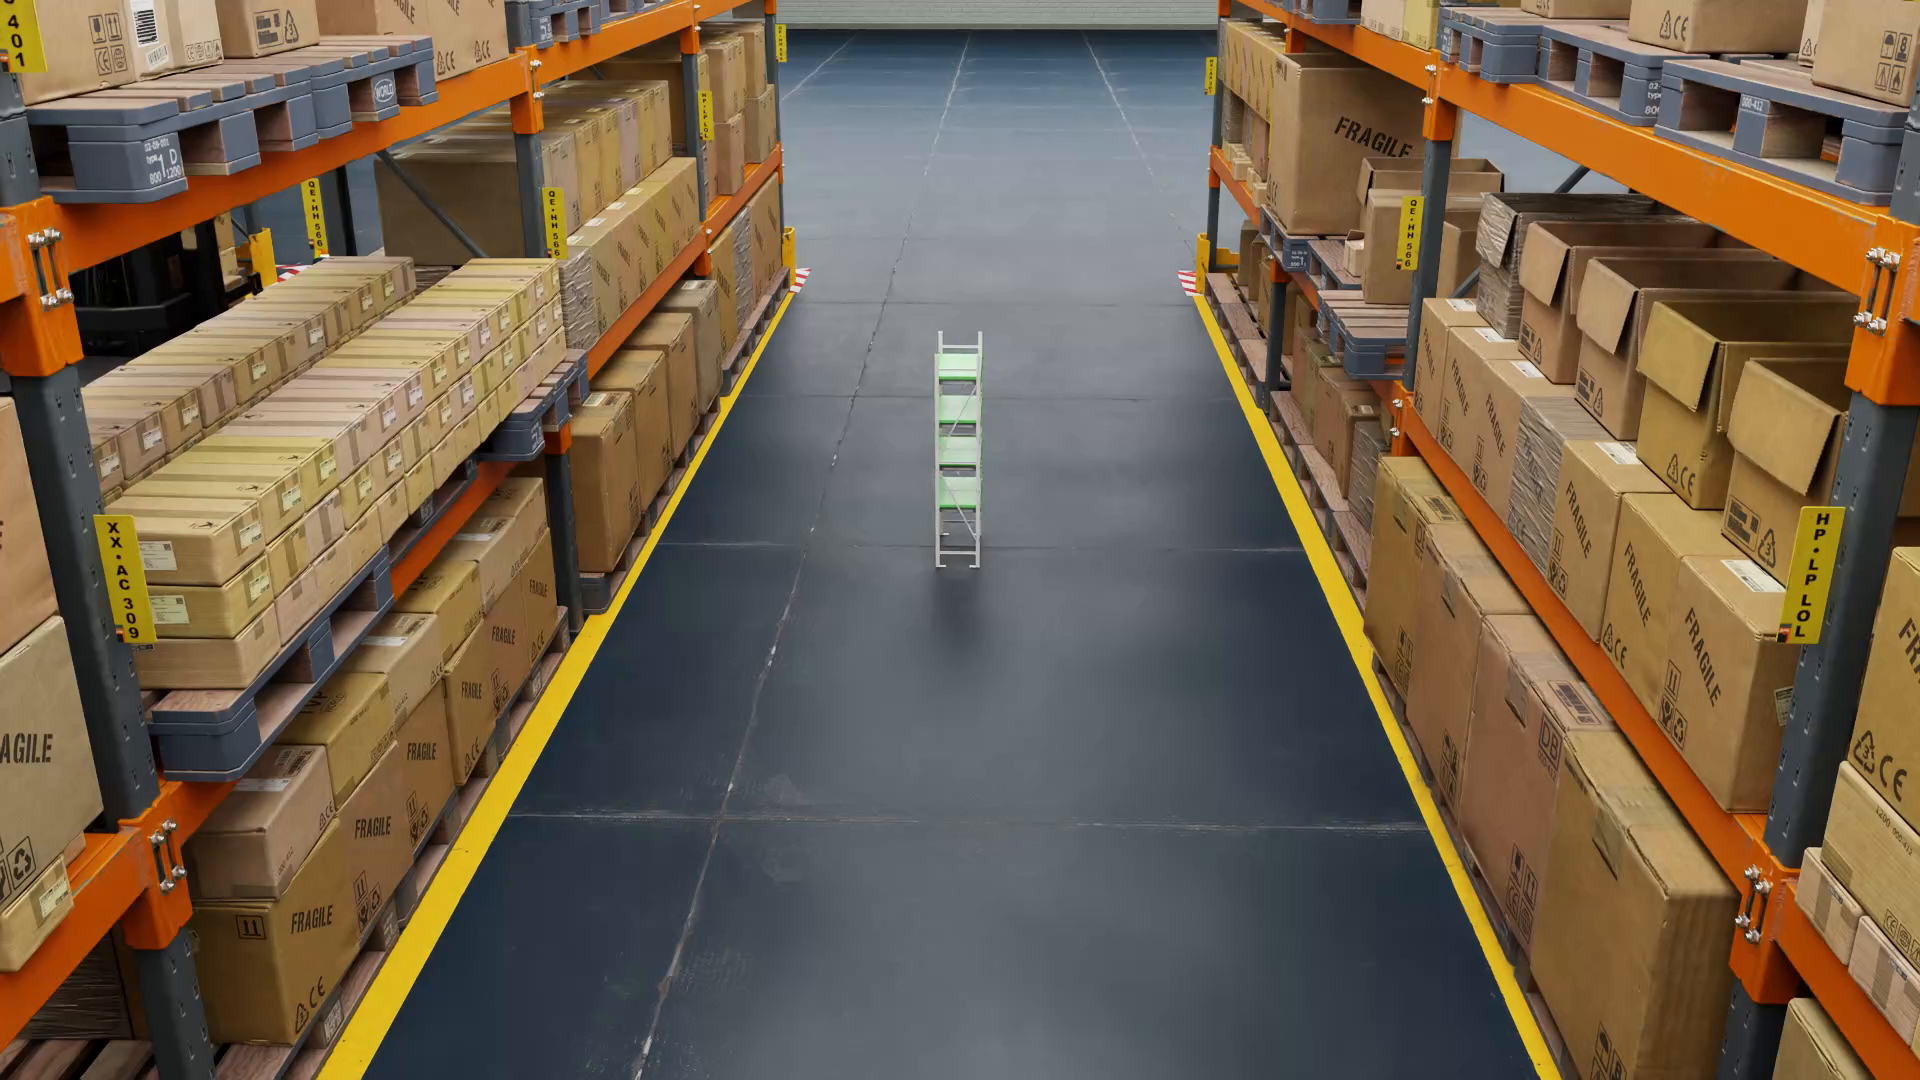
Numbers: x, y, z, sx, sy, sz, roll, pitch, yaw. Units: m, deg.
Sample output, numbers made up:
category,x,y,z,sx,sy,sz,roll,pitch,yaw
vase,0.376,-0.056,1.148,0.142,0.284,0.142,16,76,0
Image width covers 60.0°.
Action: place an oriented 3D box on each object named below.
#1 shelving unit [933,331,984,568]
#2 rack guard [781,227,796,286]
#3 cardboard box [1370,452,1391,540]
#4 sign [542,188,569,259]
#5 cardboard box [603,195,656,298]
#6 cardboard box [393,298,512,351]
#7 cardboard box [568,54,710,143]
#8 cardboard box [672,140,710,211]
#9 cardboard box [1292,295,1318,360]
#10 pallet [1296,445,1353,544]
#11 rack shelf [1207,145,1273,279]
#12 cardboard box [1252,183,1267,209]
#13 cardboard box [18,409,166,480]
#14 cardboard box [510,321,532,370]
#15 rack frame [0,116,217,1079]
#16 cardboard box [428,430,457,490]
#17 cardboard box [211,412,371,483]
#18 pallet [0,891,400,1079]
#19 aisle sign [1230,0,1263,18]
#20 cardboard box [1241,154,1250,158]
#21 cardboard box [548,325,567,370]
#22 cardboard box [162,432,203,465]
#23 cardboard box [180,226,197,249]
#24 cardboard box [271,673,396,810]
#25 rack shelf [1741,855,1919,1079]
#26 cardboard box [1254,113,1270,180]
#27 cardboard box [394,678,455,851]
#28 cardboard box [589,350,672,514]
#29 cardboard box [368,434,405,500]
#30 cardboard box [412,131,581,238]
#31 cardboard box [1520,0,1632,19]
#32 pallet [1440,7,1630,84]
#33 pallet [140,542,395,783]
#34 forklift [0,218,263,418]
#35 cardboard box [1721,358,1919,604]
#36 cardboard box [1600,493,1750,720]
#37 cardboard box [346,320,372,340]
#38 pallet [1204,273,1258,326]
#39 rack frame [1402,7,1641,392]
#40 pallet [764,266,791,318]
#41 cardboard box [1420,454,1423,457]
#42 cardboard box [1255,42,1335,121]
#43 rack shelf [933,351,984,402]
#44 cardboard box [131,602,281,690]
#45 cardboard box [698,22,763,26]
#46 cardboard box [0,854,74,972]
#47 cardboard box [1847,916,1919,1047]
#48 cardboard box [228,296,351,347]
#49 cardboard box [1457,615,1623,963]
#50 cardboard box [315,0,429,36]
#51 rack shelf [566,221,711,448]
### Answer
category,x,y,z,sx,sy,sz,roll,pitch,yaw
shelving unit,-0.005,-0.500,9.158,0.258,1.200,0.503,1,21,2
rack guard,-2.159,-2.688,15.765,1.175,0.500,0.348,1,21,2
cardboard box,2.552,-0.143,8.598,0.700,0.500,0.500,0,21,-1
sign,-1.861,-1.452,7.633,0.100,0.325,0.005,1,21,2
cardboard box,-2.074,-1.704,9.636,0.500,0.500,0.500,0,21,1
cardboard box,-1.982,-0.843,6.500,0.380,0.149,0.250,1,21,3
cardboard box,-2.236,-3.104,11.683,0.875,0.550,0.550,1,21,2
cardboard box,-2.282,-2.601,11.880,0.875,0.550,0.550,1,21,2
cardboard box,2.725,-1.482,12.076,0.500,0.500,0.500,0,21,0
pallet,2.616,-0.283,9.967,1.003,0.211,1.213,1,21,2
rack shelf,2.734,-2.695,13.322,1.077,0.370,4.000,1,21,2
cardboard box,2.367,-2.542,12.282,0.380,0.149,0.250,1,21,2
cardboard box,-2.683,-0.294,5.085,0.380,0.149,0.250,1,21,1
cardboard box,-1.975,-0.794,6.784,0.380,0.149,0.250,1,21,3
rack frame,-2.525,0.495,4.108,1.000,3.000,0.127,1,21,2
cardboard box,-2.008,-0.285,5.883,0.380,0.149,0.250,0,21,-1
cardboard box,-2.030,-0.283,5.055,0.380,0.149,0.250,0,21,1
pallet,-2.503,1.513,5.338,1.003,0.211,1.213,1,21,2
aisle sign,2.497,-4.991,14.651,0.394,0.787,0.004,1,21,2
cardboard box,2.516,-3.084,13.677,0.380,0.149,0.250,1,21,2
cardboard box,-1.959,-0.847,7.332,0.380,0.149,0.250,1,21,3
cardboard box,-2.680,-0.247,5.374,0.380,0.149,0.250,0,21,-1
cardboard box,-6.887,-2.644,14.382,0.500,0.500,0.500,1,21,4
cardboard box,-2.225,0.658,5.526,0.500,0.250,0.500,1,21,3
rack shelf,2.369,1.644,2.139,1.077,0.370,4.000,1,21,2
cardboard box,2.713,-3.017,12.607,0.875,0.500,0.500,1,21,2
cardboard box,-2.220,0.819,6.147,0.500,0.500,0.500,1,21,3
cardboard box,-2.272,-0.634,9.546,1.050,0.750,0.750,1,21,2
cardboard box,-2.027,-0.239,5.353,0.380,0.149,0.250,1,21,4
cardboard box,-2.366,-1.810,8.526,0.700,0.500,0.500,0,21,1
cardboard box,2.605,-2.282,6.393,0.797,0.503,0.637,2,21,5
pallet,2.585,-1.938,6.490,1.213,0.211,1.003,2,21,4
pallet,-2.356,0.309,4.851,1.003,0.211,1.213,1,21,2
forklift,-4.675,-1.580,9.548,1.130,2.935,3.031,1,21,2
cardboard box,2.441,-0.160,4.269,0.797,0.503,0.637,0,21,0
cardboard box,2.193,0.188,4.759,0.500,0.500,0.500,1,21,3
cardboard box,-2.630,-0.802,6.805,0.380,0.149,0.250,0,21,0
pallet,2.732,-2.132,14.733,1.003,0.211,1.213,1,21,2
rack frame,2.551,-0.861,7.600,1.000,3.000,0.127,1,21,2
pallet,-2.106,-2.254,15.047,1.003,0.211,1.213,1,21,2
cardboard box,2.542,-0.493,8.462,0.500,0.250,0.500,1,21,4
cardboard box,2.426,-3.305,11.968,0.500,0.500,0.500,1,21,2
rack shelf,-0.005,-0.887,9.007,0.258,0.148,0.480,1,21,2
cardboard box,-2.053,0.278,4.431,0.380,0.149,0.250,0,21,-1
cardboard box,-2.210,-4.284,14.723,0.875,0.550,0.550,1,21,2
cardboard box,-2.199,0.812,3.637,0.380,0.149,0.250,0,21,0
cardboard box,2.080,0.901,3.407,0.380,0.149,0.250,0,21,0
cardboard box,-2.637,-0.861,6.546,0.380,0.149,0.250,0,21,-1
cardboard box,2.456,0.826,5.611,1.225,0.875,0.875,0,21,0
cardboard box,-2.188,-1.826,5.803,0.500,0.500,0.500,1,21,2
rack shelf,-2.342,-1.340,9.829,1.077,0.370,4.000,1,21,2
